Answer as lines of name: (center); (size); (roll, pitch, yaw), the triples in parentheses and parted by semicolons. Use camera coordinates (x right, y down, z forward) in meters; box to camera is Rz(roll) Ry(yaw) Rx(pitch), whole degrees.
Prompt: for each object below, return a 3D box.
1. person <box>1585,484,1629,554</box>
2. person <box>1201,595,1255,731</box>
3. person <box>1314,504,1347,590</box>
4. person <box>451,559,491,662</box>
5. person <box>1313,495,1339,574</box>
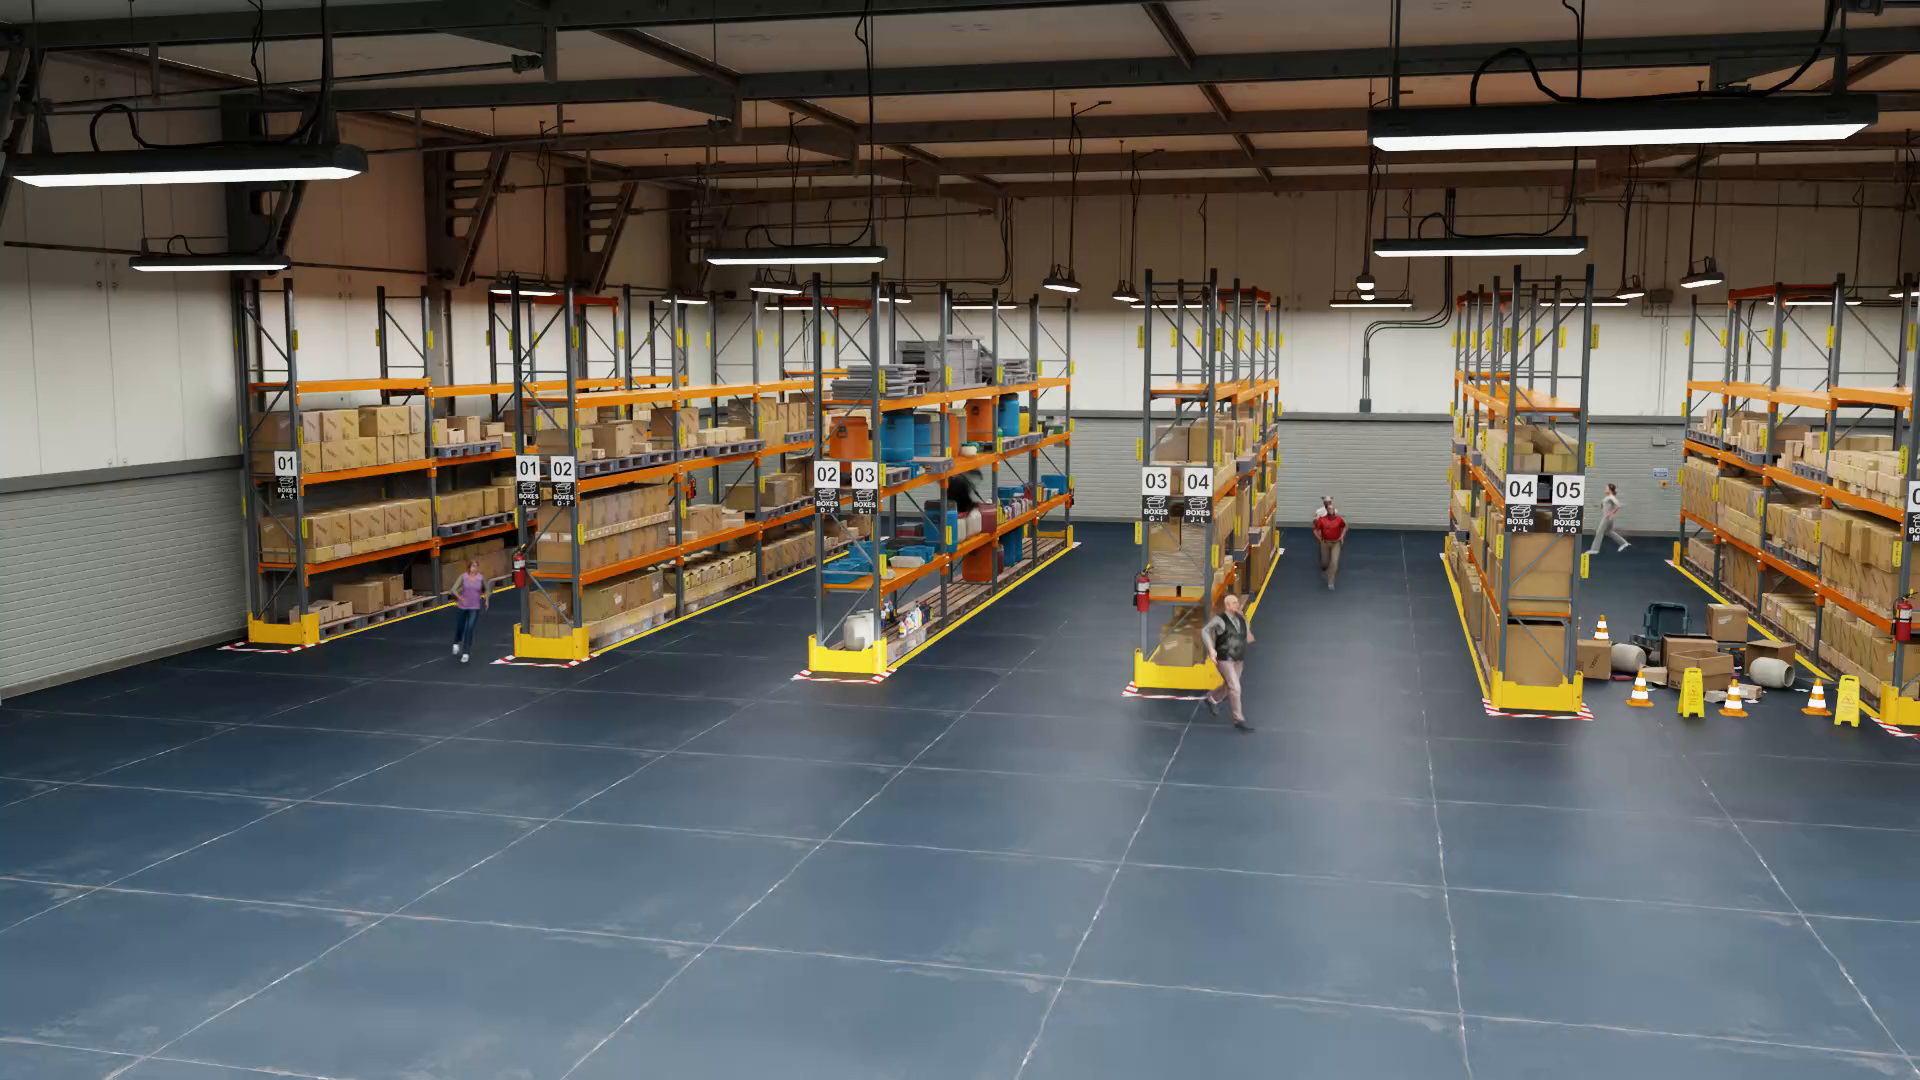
person: (15.111, -0.491, 38.754); (0.972, 1.649, 0.574); (2, 7, 17)
person: (3.478, 1.553, 21.512); (0.657, 1.706, 0.932); (-5, 8, -36)
person: (7.532, 0.124, 33.825); (0.663, 1.717, 0.816); (1, 7, 7)
person: (-7.669, 1.079, 26.112); (0.607, 1.568, 0.803); (-2, 7, -19)
person: (7.966, -0.145, 36.148); (0.580, 1.686, 0.804); (1, 7, 7)
